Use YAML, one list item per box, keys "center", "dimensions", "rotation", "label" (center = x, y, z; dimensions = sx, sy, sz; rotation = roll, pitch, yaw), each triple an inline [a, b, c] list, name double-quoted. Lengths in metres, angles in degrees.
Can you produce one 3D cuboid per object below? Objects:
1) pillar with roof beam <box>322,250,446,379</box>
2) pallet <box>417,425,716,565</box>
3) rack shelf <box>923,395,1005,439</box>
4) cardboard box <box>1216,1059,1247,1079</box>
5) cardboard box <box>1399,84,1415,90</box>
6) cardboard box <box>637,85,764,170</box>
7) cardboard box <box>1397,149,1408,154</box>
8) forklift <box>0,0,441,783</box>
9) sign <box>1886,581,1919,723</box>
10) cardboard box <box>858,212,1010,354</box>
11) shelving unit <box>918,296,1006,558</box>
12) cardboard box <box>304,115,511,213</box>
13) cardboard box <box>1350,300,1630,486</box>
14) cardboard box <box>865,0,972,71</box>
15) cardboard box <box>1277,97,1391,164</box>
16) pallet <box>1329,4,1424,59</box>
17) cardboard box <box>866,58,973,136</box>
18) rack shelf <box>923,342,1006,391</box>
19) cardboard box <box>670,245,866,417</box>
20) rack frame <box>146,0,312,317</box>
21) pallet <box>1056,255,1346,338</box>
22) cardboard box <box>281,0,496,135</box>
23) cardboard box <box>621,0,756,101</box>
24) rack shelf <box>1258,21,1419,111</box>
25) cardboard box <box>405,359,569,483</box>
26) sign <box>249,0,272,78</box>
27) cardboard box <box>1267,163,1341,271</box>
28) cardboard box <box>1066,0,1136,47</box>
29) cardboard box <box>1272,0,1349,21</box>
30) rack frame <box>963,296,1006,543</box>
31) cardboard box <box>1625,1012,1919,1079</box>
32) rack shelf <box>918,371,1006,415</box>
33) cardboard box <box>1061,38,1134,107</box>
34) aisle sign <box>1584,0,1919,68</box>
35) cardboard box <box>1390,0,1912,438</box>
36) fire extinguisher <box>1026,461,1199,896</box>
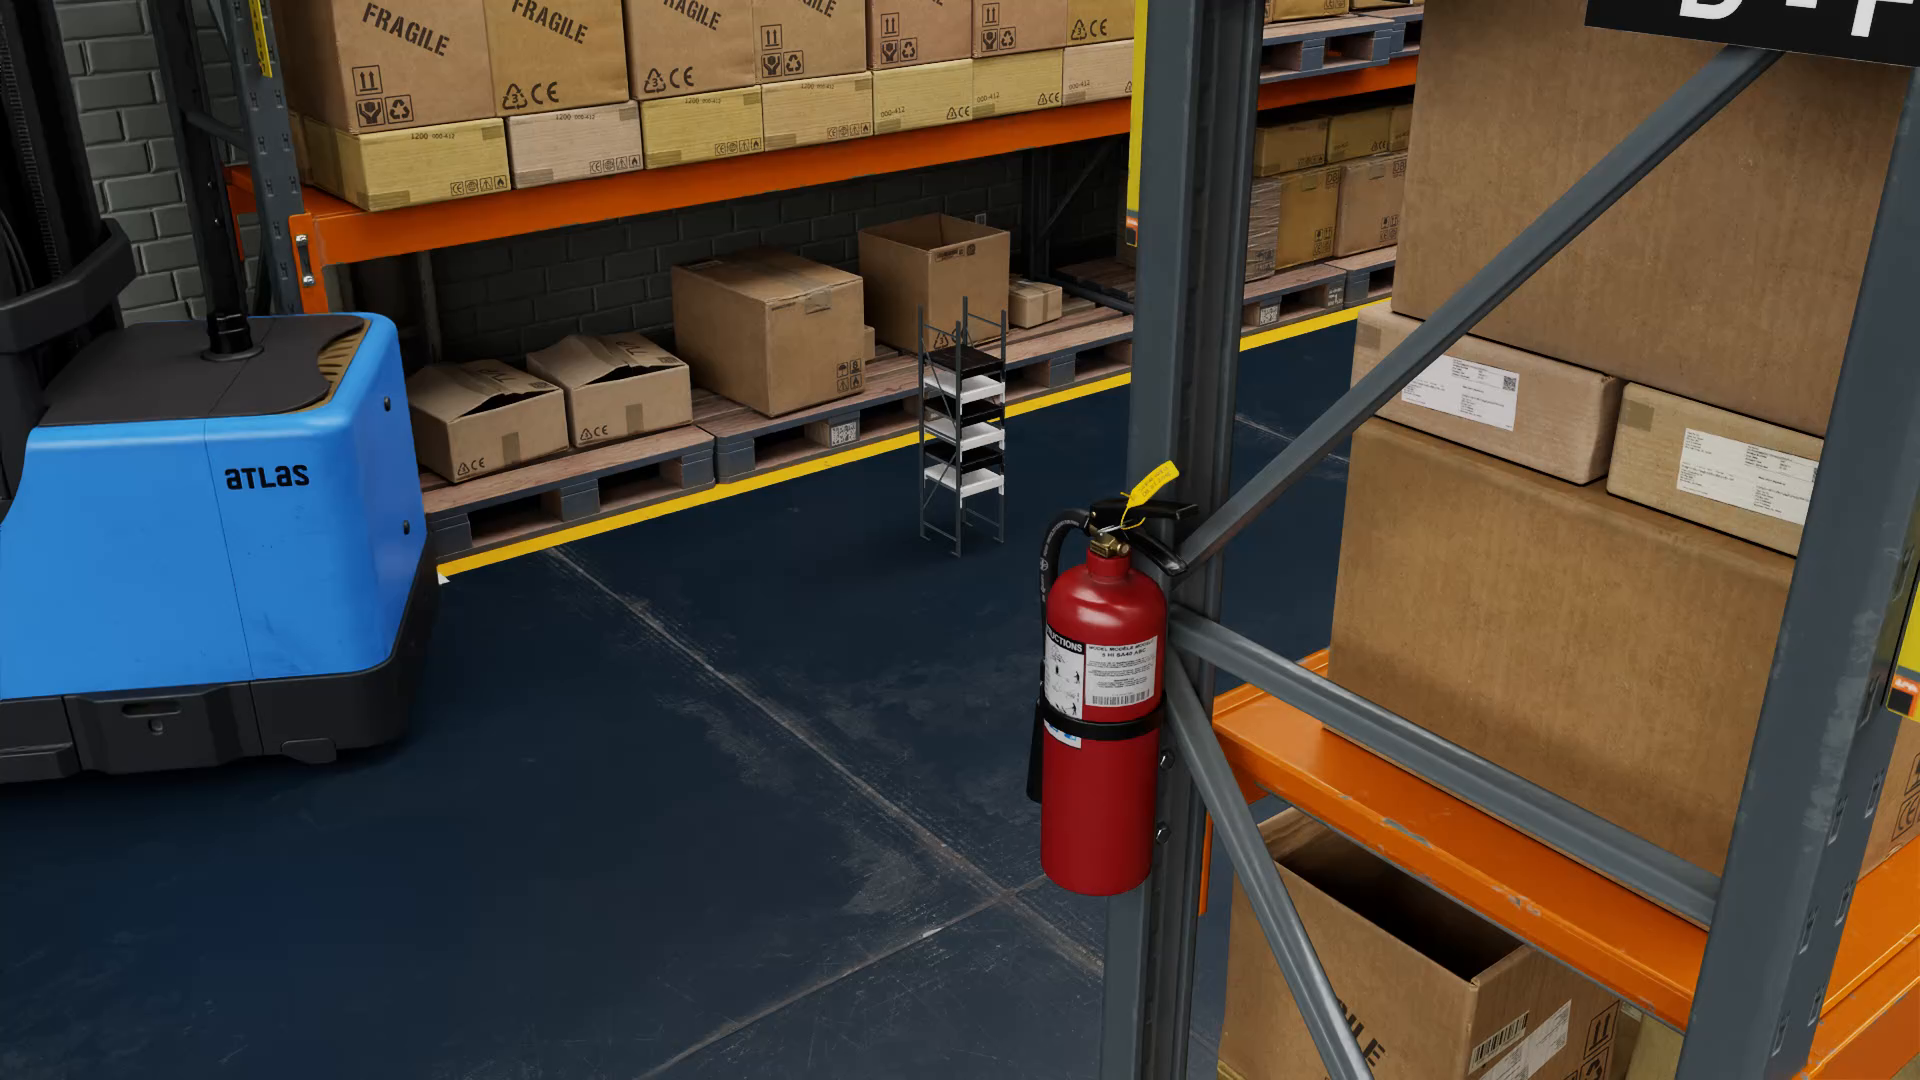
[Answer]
- center: [0.199, -3.129, 2.304]
  dimensions: [0.400, 9.000, 9.100]
  rotation: [-18, 31, -34]
  label: "pillar with roof beam"
- center: [-1.753, -0.320, 6.689]
  dimensions: [1.213, 0.211, 1.003]
  rotation: [-18, 31, -34]
  label: "pallet"
- center: [0.006, -0.462, 6.041]
  dimensions: [0.200, 0.077, 0.258]
  rotation: [-18, 31, -34]
  label: "rack shelf"
- center: [0.825, 1.094, 3.098]
  dimensions: [0.500, 0.250, 0.500]
  rotation: [-18, 31, -34]
  label: "cardboard box"
- center: [2.799, -2.518, 9.669]
  dimensions: [0.500, 0.250, 0.500]
  rotation: [-18, 30, -33]
  label: "cardboard box"
- center: [-1.090, -1.599, 6.286]
  dimensions: [0.500, 0.250, 0.500]
  rotation: [-19, 31, -35]
  label: "cardboard box"
- center: [2.436, -2.072, 9.598]
  dimensions: [0.500, 0.500, 0.700]
  rotation: [-18, 31, -34]
  label: "cardboard box"
- center: [-3.192, -0.789, 4.469]
  dimensions: [3.031, 2.935, 1.130]
  rotation: [-4, 25, -8]
  label: "forklift"
- center: [0.923, 0.031, 1.498]
  dimensions: [0.005, 0.325, 0.100]
  rotation: [-18, 31, -34]
  label: "sign"
- center: [-0.119, -1.188, 7.693]
  dimensions: [0.500, 0.500, 0.500]
  rotation: [-21, 32, -38]
  label: "cardboard box"
- center: [0.006, -0.410, 6.065]
  dimensions: [0.210, 0.900, 0.258]
  rotation: [-18, 31, -34]
  label: "shelving unit"
- center: [-1.894, -1.329, 5.704]
  dimensions: [0.500, 0.250, 0.500]
  rotation: [-19, 31, -35]
  label: "cardboard box"
- center: [0.768, -0.228, 2.289]
  dimensions: [0.250, 0.149, 0.380]
  rotation: [-19, 31, -35]
  label: "cardboard box"
- center: [-0.300, -2.202, 6.695]
  dimensions: [0.500, 0.500, 0.500]
  rotation: [-19, 31, -35]
  label: "cardboard box"
- center: [1.994, -2.260, 9.111]
  dimensions: [0.500, 0.250, 0.500]
  rotation: [-19, 31, -35]
  label: "cardboard box"
- center: [2.289, -2.829, 9.011]
  dimensions: [1.213, 0.211, 1.003]
  rotation: [-18, 31, -34]
  label: "pallet"
- center: [-0.296, -1.860, 6.849]
  dimensions: [0.500, 0.250, 0.500]
  rotation: [-18, 31, -34]
  label: "cardboard box"
- center: [0.006, -0.625, 5.965]
  dimensions: [0.200, 0.077, 0.258]
  rotation: [-18, 31, -34]
  label: "rack shelf"
- center: [-0.818, -0.904, 7.081]
  dimensions: [0.500, 0.500, 0.700]
  rotation: [-21, 32, -37]
  label: "cardboard box"
- center: [-2.474, -1.366, 5.630]
  dimensions: [0.127, 3.000, 1.000]
  rotation: [-18, 31, -34]
  label: "rack frame"
- center: [1.285, -1.343, 8.893]
  dimensions: [1.213, 0.211, 1.003]
  rotation: [-18, 31, -34]
  label: "pallet"
- center: [-1.913, -1.672, 5.552]
  dimensions: [0.500, 0.500, 0.500]
  rotation: [-18, 31, -34]
  label: "cardboard box"
- center: [-1.108, -1.929, 6.106]
  dimensions: [0.500, 0.500, 0.500]
  rotation: [-19, 31, -36]
  label: "cardboard box"
- center: [2.247, -2.598, 9.140]
  dimensions: [4.000, 0.370, 1.077]
  rotation: [-18, 31, -34]
  label: "rack shelf"
- center: [-1.874, -0.496, 6.426]
  dimensions: [0.500, 0.311, 0.500]
  rotation: [-23, 33, -40]
  label: "cardboard box"
- center: [-2.139, -1.579, 5.061]
  dimensions: [0.005, 0.325, 0.100]
  rotation: [-18, 31, -34]
  label: "sign"
- center: [1.618, -1.818, 9.051]
  dimensions: [0.500, 0.500, 0.700]
  rotation: [-19, 31, -35]
  label: "cardboard box"
- center: [0.492, -2.461, 7.253]
  dimensions: [0.500, 0.500, 0.500]
  rotation: [-18, 31, -34]
  label: "cardboard box"
- center: [1.539, -2.914, 8.323]
  dimensions: [0.500, 0.500, 0.700]
  rotation: [-15, 29, -29]
  label: "cardboard box"
- center: [0.086, -0.437, 6.122]
  dimensions: [0.006, 0.900, 0.240]
  rotation: [-18, 31, -34]
  label: "rack frame"
- center: [1.537, 0.795, 2.851]
  dimensions: [0.500, 0.500, 0.500]
  rotation: [-18, 31, -34]
  label: "cardboard box"
- center: [0.006, -0.543, 6.003]
  dimensions: [0.200, 0.077, 0.258]
  rotation: [-18, 31, -34]
  label: "rack shelf"
- center: [0.488, -2.123, 7.415]
  dimensions: [0.500, 0.250, 0.500]
  rotation: [-18, 30, -34]
  label: "cardboard box"
- center: [0.723, -0.787, 1.294]
  dimensions: [0.004, 0.787, 0.394]
  rotation: [-18, 31, -34]
  label: "aisle sign"
- center: [1.002, -0.491, 2.084]
  dimensions: [0.500, 0.500, 0.700]
  rotation: [-18, 30, -34]
  label: "cardboard box"
- center: [0.206, 0.186, 2.378]
  dimensions: [0.183, 0.674, 0.296]
  rotation: [-18, 31, -34]
  label: "fire extinguisher"
